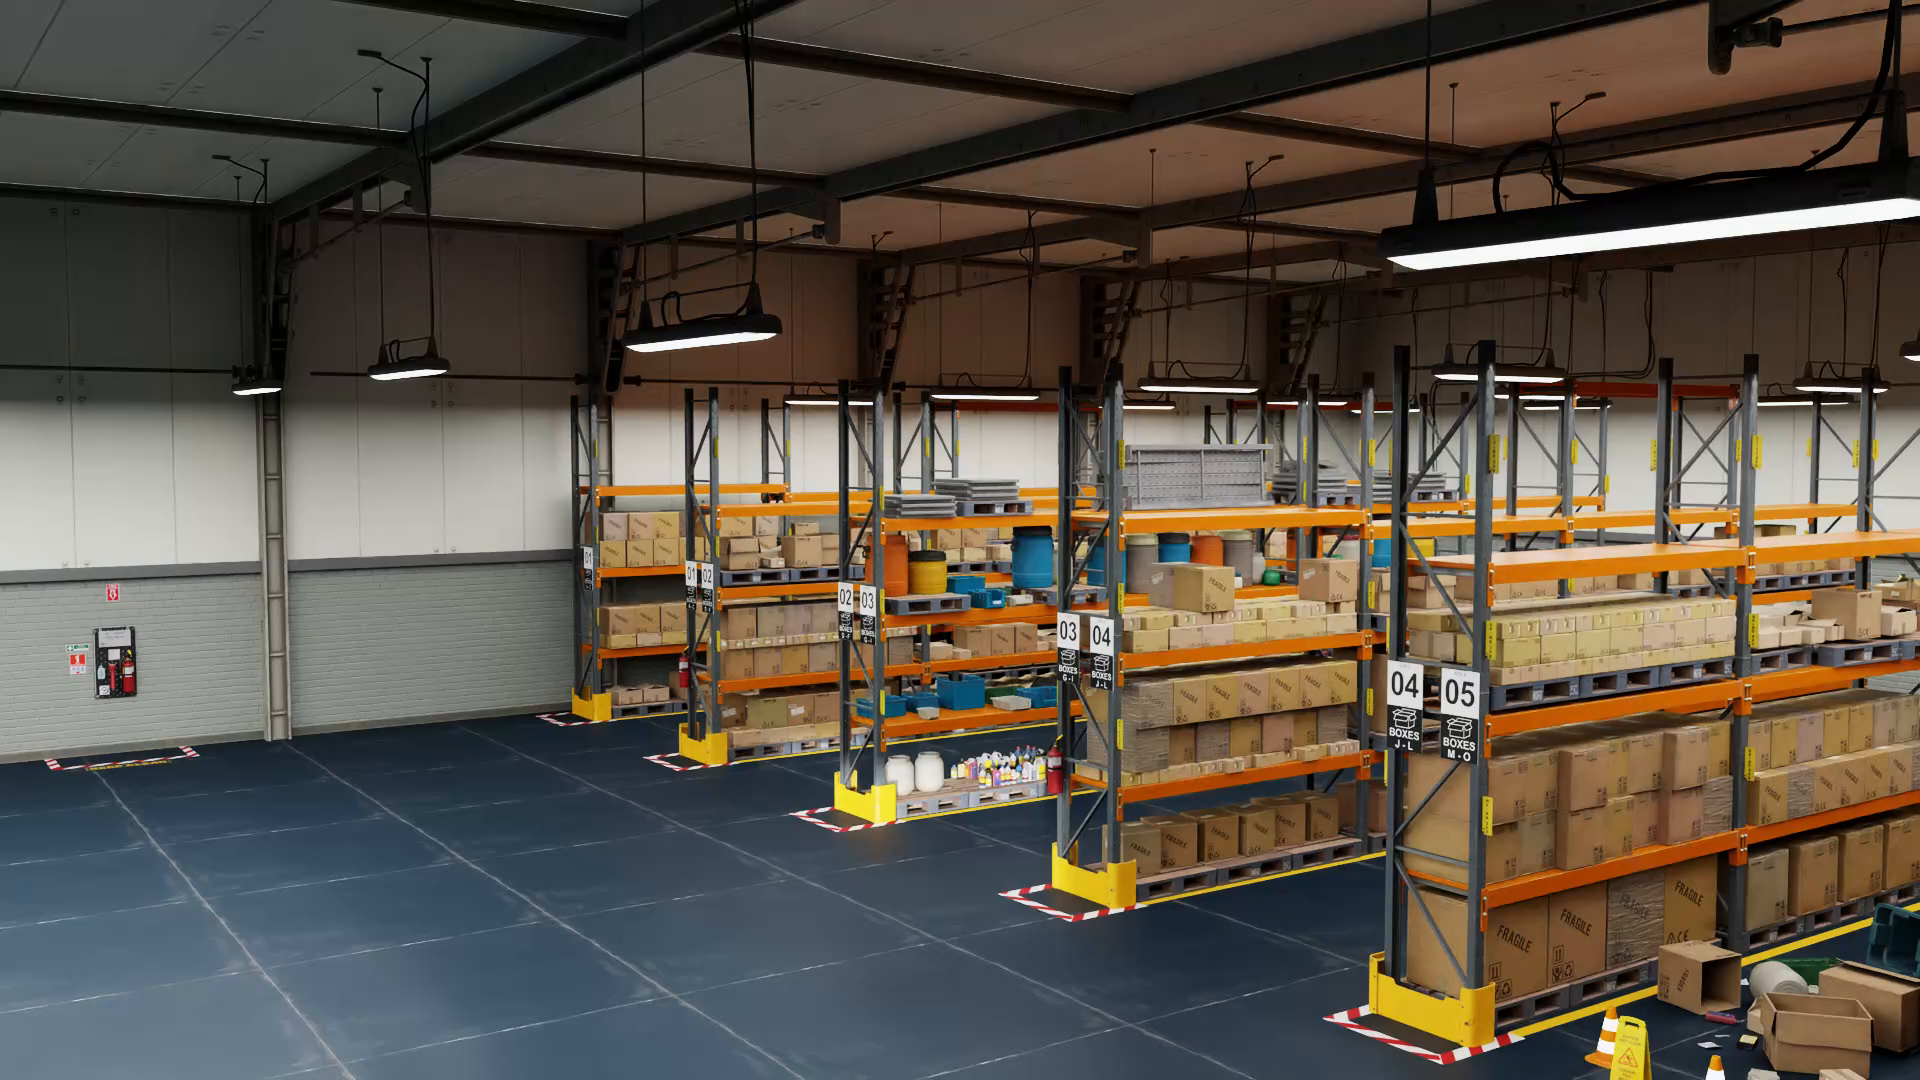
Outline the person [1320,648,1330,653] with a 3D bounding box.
[{"bbox_3d":[8.368,1.976,38.174,0.581,1.796,0.416,2,4,29],"label":"person"}]
